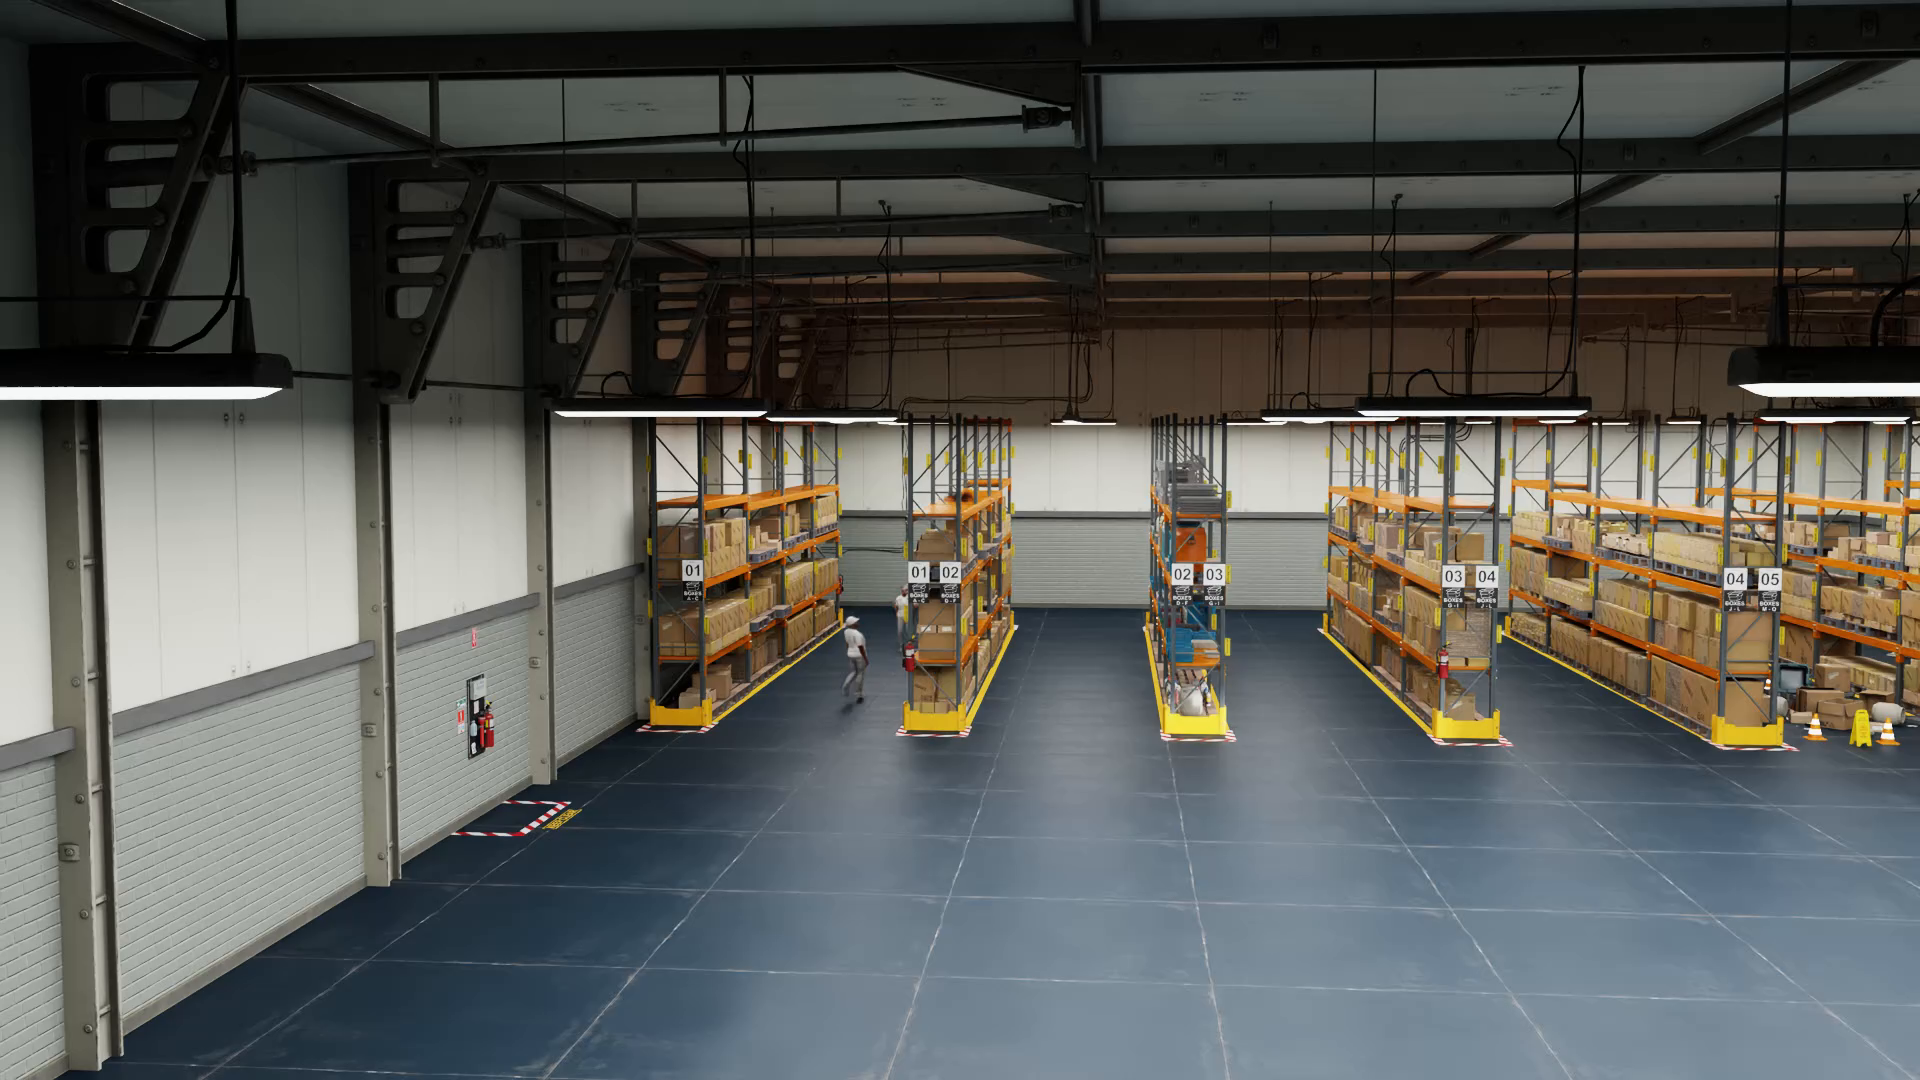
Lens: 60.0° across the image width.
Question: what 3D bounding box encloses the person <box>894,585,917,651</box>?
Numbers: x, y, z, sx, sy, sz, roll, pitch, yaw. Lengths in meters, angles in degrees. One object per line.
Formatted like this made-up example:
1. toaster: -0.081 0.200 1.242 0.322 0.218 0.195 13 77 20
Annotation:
1. person: -1.414 2.019 43.019 0.613 1.729 0.744 1 4 11

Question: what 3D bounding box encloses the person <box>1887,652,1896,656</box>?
1. person: 23.460 2.137 41.613 0.398 1.629 0.479 2 4 30

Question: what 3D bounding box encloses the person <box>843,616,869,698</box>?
1. person: -2.213 2.473 35.144 0.594 1.743 0.602 3 5 39
